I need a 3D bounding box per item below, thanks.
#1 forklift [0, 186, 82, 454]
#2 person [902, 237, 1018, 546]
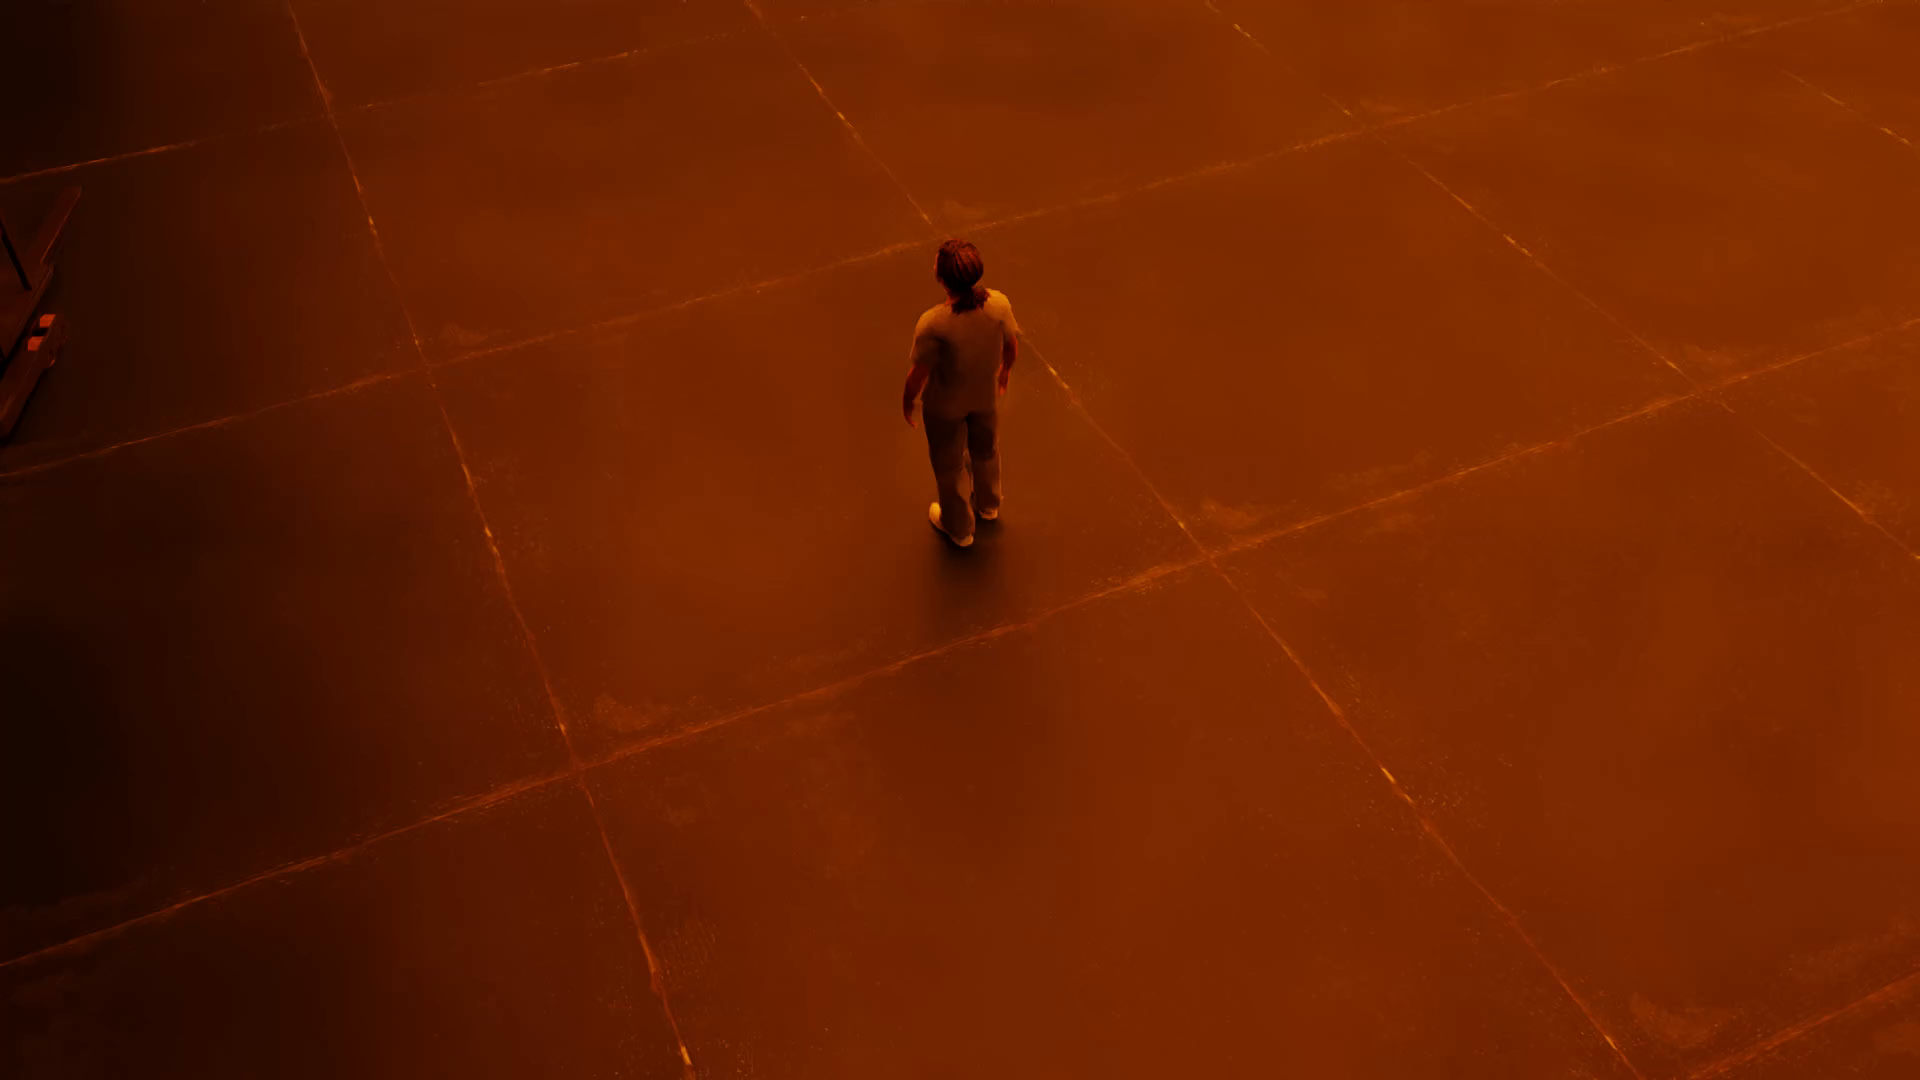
[{"bbox_3d":[-5.342,-1.924,7.742,1.130,2.935,3.031,-3,43,-4],"label":"forklift"},{"bbox_3d":[-0.019,-0.663,7.309,0.550,1.663,0.548,-18,46,-18],"label":"person"}]
